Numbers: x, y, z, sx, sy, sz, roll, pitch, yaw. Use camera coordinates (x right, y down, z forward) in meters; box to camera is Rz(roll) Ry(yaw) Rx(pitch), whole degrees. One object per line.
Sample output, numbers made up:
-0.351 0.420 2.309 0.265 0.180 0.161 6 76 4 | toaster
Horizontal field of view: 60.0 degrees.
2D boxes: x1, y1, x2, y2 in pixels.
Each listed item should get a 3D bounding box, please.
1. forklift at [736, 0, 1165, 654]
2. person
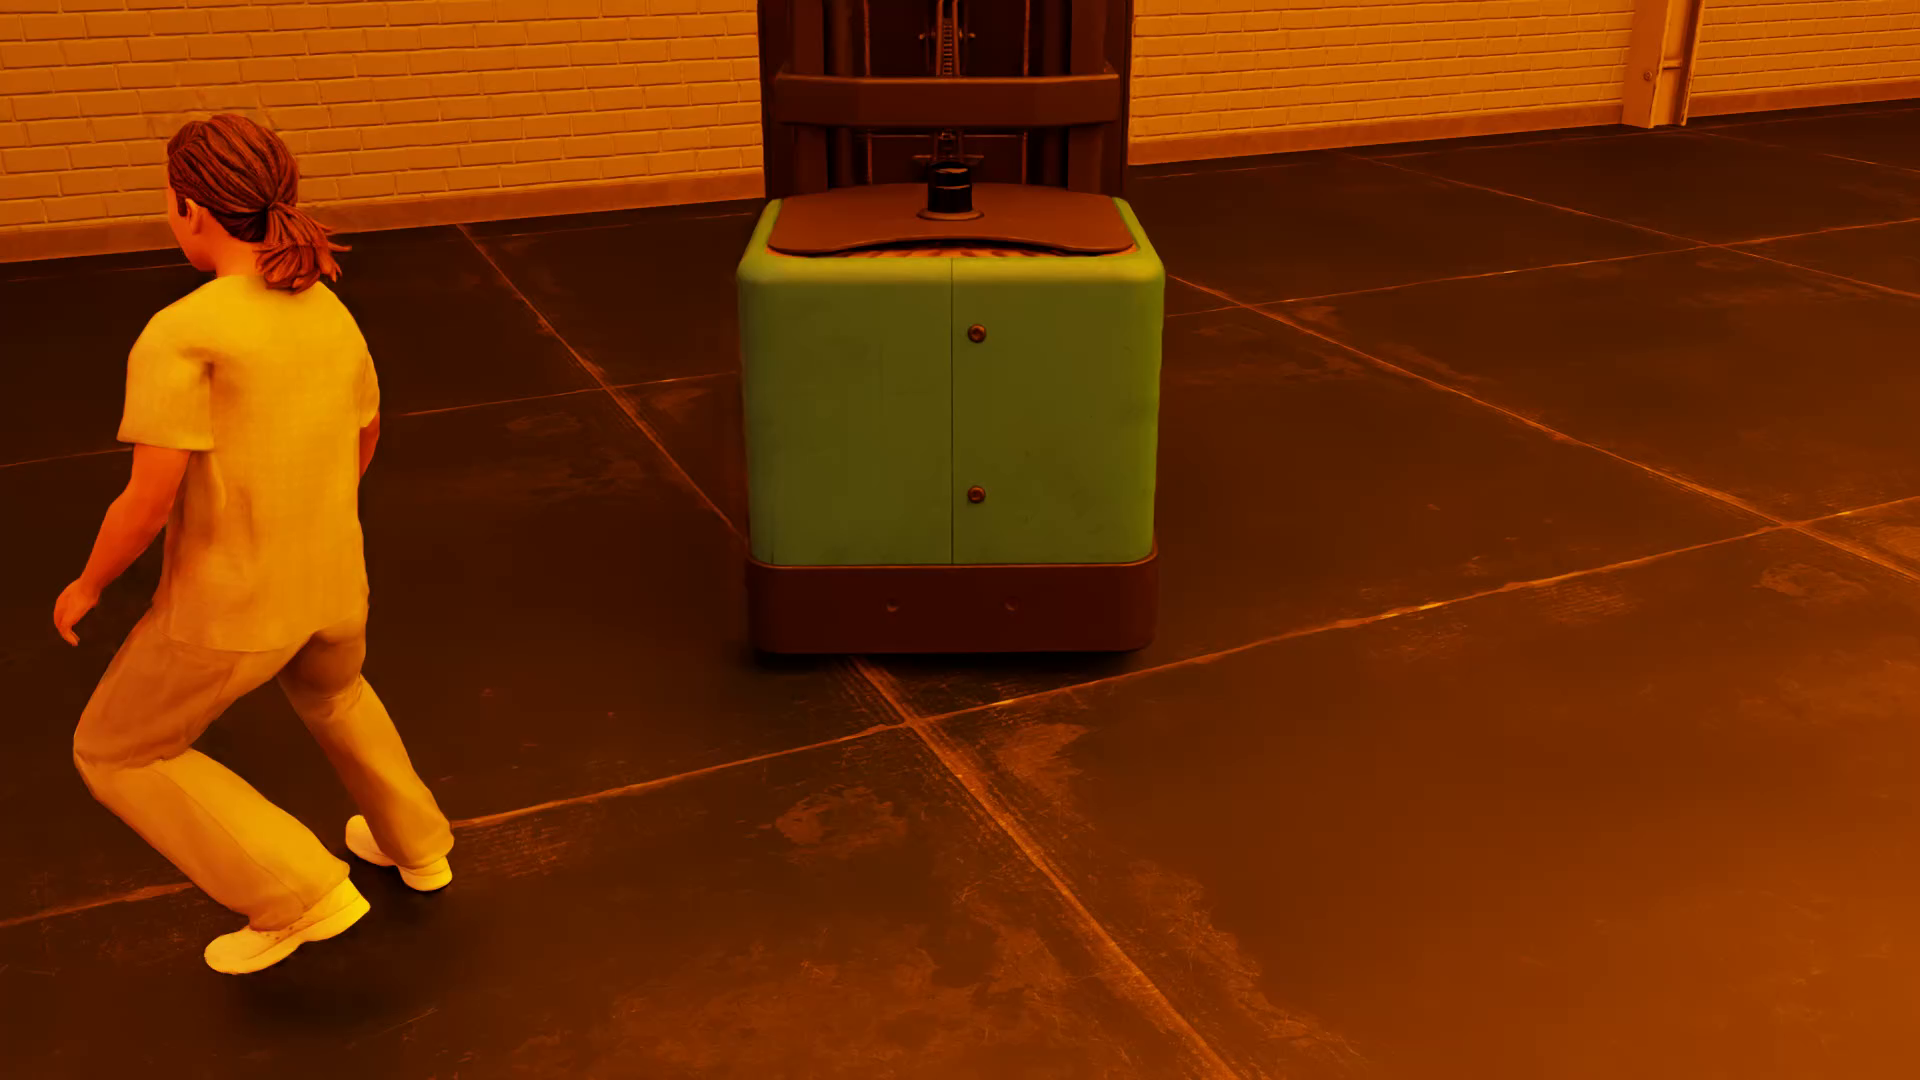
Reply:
-0.048 -1.580 5.091 1.130 2.935 3.031 0 23 -1 | forklift
-1.218 0.051 2.929 0.484 1.572 0.664 11 25 24 | person
